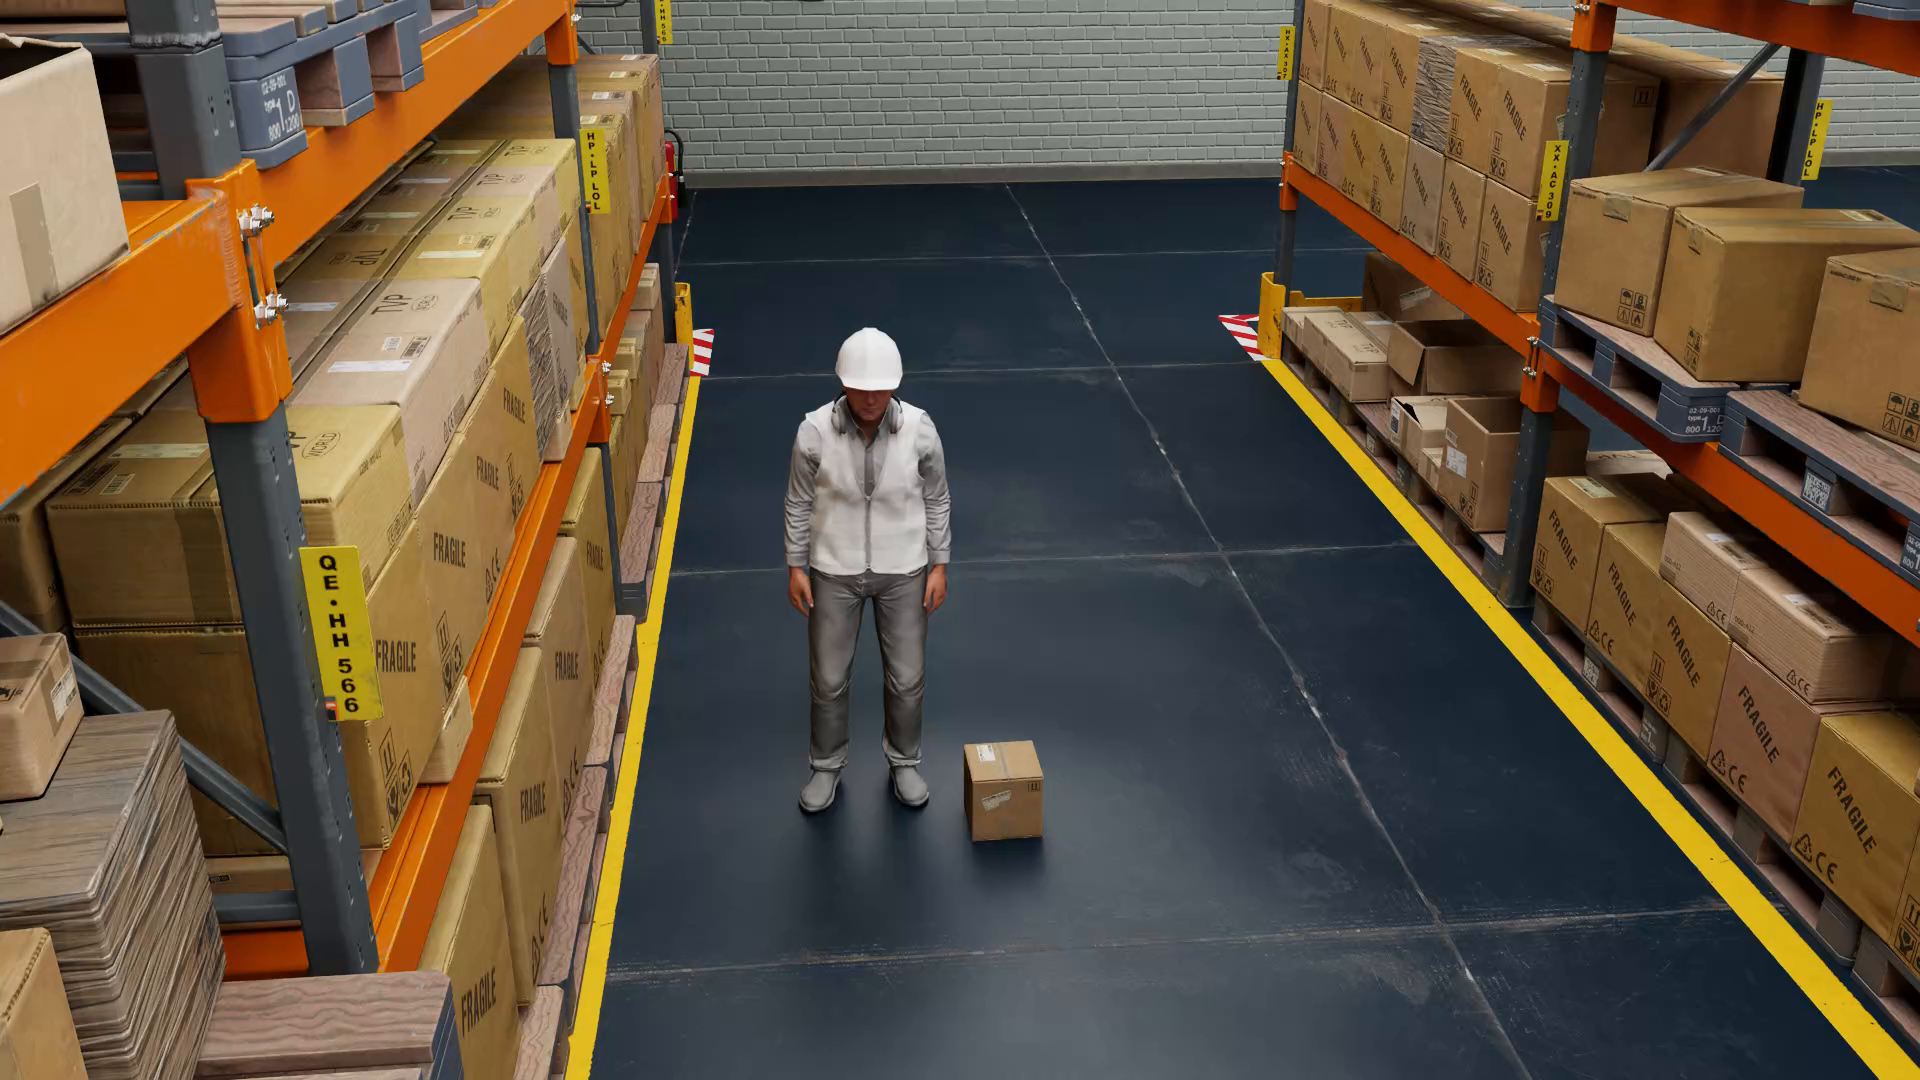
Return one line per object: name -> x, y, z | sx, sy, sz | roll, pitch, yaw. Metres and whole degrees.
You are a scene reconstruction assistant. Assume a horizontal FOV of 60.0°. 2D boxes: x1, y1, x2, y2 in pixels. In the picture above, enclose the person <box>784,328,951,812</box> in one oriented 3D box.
person -> -0.321, 0.105, 5.826 | 0.580, 1.771, 0.463 | -2, 24, -4
